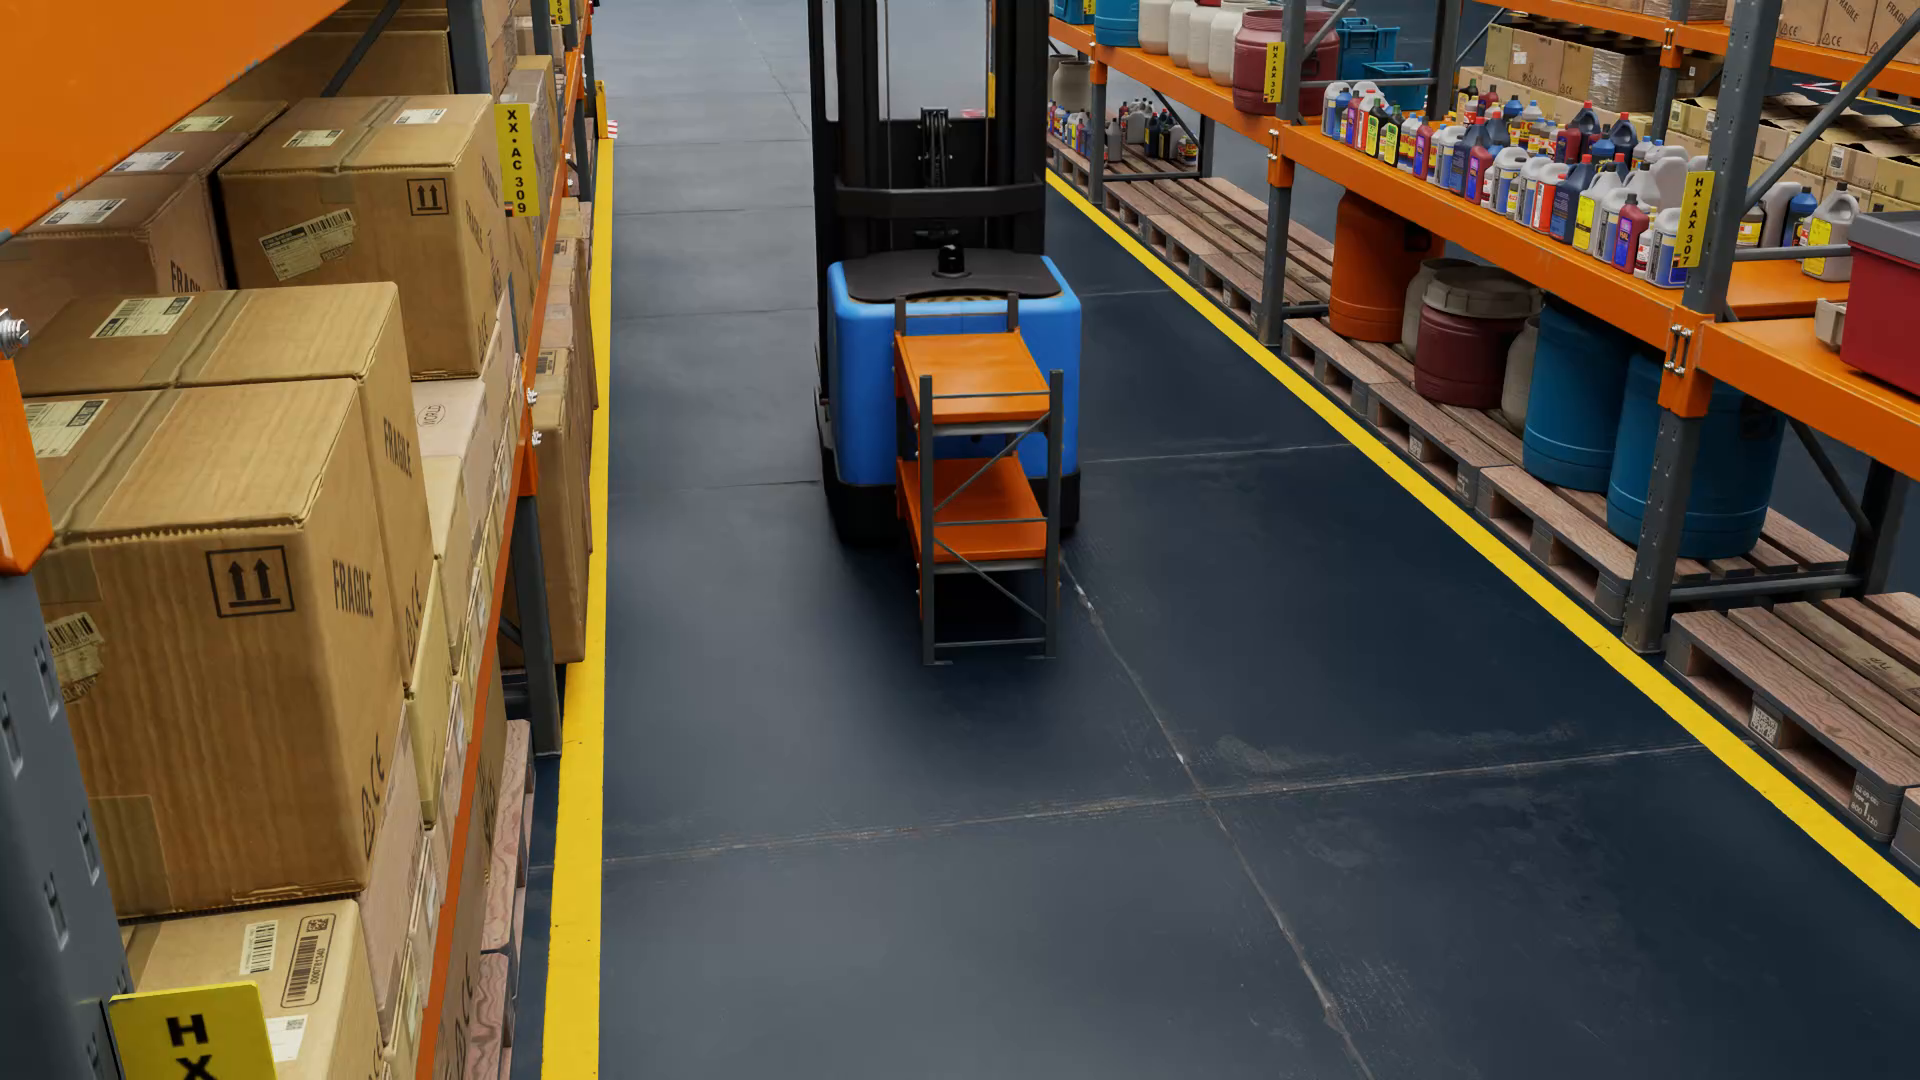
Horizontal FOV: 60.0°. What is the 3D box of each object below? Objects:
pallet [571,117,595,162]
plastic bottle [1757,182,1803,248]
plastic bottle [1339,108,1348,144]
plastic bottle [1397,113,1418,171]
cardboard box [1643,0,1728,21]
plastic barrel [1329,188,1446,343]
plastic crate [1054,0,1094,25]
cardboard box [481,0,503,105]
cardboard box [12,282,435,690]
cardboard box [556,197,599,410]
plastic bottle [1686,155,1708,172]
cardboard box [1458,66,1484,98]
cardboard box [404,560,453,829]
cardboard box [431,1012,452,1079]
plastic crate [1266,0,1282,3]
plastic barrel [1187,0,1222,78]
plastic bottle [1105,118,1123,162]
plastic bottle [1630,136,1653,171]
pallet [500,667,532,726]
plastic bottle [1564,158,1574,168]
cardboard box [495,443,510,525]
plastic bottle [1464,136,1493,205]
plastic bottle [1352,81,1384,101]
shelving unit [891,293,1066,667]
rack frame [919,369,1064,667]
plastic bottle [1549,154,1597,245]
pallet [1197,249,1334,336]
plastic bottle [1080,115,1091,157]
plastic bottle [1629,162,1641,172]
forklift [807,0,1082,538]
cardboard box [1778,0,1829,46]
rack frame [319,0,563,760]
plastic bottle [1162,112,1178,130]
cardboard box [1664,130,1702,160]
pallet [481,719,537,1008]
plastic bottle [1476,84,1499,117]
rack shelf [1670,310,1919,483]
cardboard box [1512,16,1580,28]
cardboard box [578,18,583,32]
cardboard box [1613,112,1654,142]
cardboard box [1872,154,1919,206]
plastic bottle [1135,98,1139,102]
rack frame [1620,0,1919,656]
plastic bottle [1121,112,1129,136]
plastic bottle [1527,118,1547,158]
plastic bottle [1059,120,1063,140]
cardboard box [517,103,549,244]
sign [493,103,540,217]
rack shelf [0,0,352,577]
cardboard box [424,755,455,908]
[{"bbox_3d":[-3.929,-3.723,15.510,1.003,0.211,1.213,-4,24,-10],"label":"pallet"},{"bbox_3d":[3.250,-1.296,6.626,0.152,0.276,0.135,-4,24,-10],"label":"plastic bottle"},{"bbox_3d":[2.064,-2.201,8.791,0.097,0.201,0.097,0,24,0],"label":"plastic bottle"},{"bbox_3d":[2.199,-1.946,8.120,0.097,0.271,0.097,0,24,0],"label":"plastic bottle"},{"bbox_3d":[6.329,-4.731,14.209,0.700,0.500,0.500,-5,24,-11],"label":"cardboard box"},{"bbox_3d":[2.396,-1.579,9.305,0.600,0.830,0.708,-4,24,-10],"label":"plastic barrel"},{"bbox_3d":[1.078,-4.493,13.975,0.499,0.251,0.616,-4,24,-10],"label":"plastic crate"},{"bbox_3d":[-2.211,-1.903,6.481,0.797,0.503,0.637,-4,24,-8],"label":"cardboard box"},{"bbox_3d":[-1.117,-0.079,2.562,0.500,0.500,0.500,-5,24,-11],"label":"cardboard box"},{"bbox_3d":[-2.472,-1.152,8.269,1.225,0.875,0.875,-5,24,-12],"label":"cardboard box"},{"bbox_3d":[3.146,-1.517,7.130,0.152,0.276,0.135,-4,24,-10],"label":"plastic bottle"},{"bbox_3d":[5.559,-4.789,17.379,0.500,0.250,0.500,-4,24,-10],"label":"cardboard box"},{"bbox_3d":[-1.115,0.263,2.717,0.500,0.250,0.500,-5,24,-12],"label":"cardboard box"},{"bbox_3d":[-1.465,1.118,3.072,0.875,0.875,0.875,-4,24,-10],"label":"cardboard box"},{"bbox_3d":[2.059,-3.728,12.057,0.392,0.384,0.575,-4,24,-10],"label":"plastic crate"},{"bbox_3d":[1.726,-3.357,11.018,0.433,0.535,0.433,0,24,0],"label":"plastic barrel"},{"bbox_3d":[1.288,-3.376,13.992,0.144,0.351,0.185,-4,24,-10],"label":"plastic bottle"},{"bbox_3d":[3.091,-1.692,7.537,0.097,0.271,0.097,0,24,0],"label":"plastic bottle"},{"bbox_3d":[-2.056,0.347,6.191,1.003,0.211,1.213,-4,24,-10],"label":"pallet"},{"bbox_3d":[2.571,-1.483,7.058,0.097,0.271,0.097,0,24,0],"label":"plastic bottle"},{"bbox_3d":[-1.318,-0.118,4.087,0.380,0.149,0.250,-4,24,-9],"label":"cardboard box"},{"bbox_3d":[2.322,-1.651,7.427,0.061,0.283,0.133,-4,24,-10],"label":"plastic bottle"},{"bbox_3d":[2.201,-2.333,8.998,0.152,0.276,0.135,-4,24,-10],"label":"plastic bottle"},{"bbox_3d":[0.049,-0.264,6.449,0.538,1.125,1.048,-3,24,-6],"label":"shelving unit"},{"bbox_3d":[0.110,-0.062,5.986,0.500,1.125,0.032,-3,24,-6],"label":"rack frame"},{"bbox_3d":[2.503,-1.387,6.739,0.144,0.351,0.185,-4,24,-10],"label":"plastic bottle"},{"bbox_3d":[2.184,-1.602,10.655,1.003,0.211,1.213,-4,24,-10],"label":"pallet"},{"bbox_3d":[1.111,-3.441,14.141,0.144,0.351,0.185,-6,24,-12],"label":"plastic bottle"},{"bbox_3d":[2.984,-1.557,7.316,0.097,0.201,0.097,0,24,0],"label":"plastic bottle"},{"bbox_3d":[-0.171,-1.909,7.959,1.130,2.935,3.031,-3,24,-6],"label":"forklift"},{"bbox_3d":[6.641,-4.046,12.642,0.500,0.500,0.500,-3,24,-6],"label":"cardboard box"},{"bbox_3d":[-1.839,-0.633,4.951,1.000,3.000,0.127,-4,24,-10],"label":"rack frame"},{"bbox_3d":[1.808,-3.482,14.234,0.144,0.351,0.185,-4,24,-8],"label":"plastic bottle"},{"bbox_3d":[6.249,-3.266,13.892,0.500,0.250,0.500,-5,24,-11],"label":"cardboard box"},{"bbox_3d":[-1.775,0.950,4.811,1.003,0.211,1.213,-4,24,-10],"label":"pallet"},{"bbox_3d":[2.825,-2.301,8.916,0.061,0.283,0.133,-4,24,-10],"label":"plastic bottle"},{"bbox_3d":[3.398,0.117,4.133,1.077,0.370,4.000,-4,24,-10],"label":"rack shelf"},{"bbox_3d":[6.070,-5.171,17.317,0.500,0.500,0.500,-4,24,-10],"label":"cardboard box"},{"bbox_3d":[-3.231,-4.166,13.354,0.380,0.149,0.250,-4,24,-10],"label":"cardboard box"},{"bbox_3d":[6.117,-3.610,14.678,0.500,0.250,0.500,-4,24,-10],"label":"cardboard box"},{"bbox_3d":[6.716,-2.519,11.479,0.500,0.311,0.500,-5,24,-11],"label":"cardboard box"},{"bbox_3d":[1.619,-3.941,15.371,0.061,0.283,0.133,-4,24,-8],"label":"plastic bottle"},{"bbox_3d":[3.028,-0.999,5.790,1.000,3.000,0.127,-4,24,-10],"label":"rack frame"},{"bbox_3d":[1.506,-3.776,15.095,0.097,0.201,0.097,0,24,0],"label":"plastic bottle"},{"bbox_3d":[2.919,-2.025,8.387,0.097,0.201,0.097,0,24,0],"label":"plastic bottle"},{"bbox_3d":[0.939,-3.689,14.895,0.097,0.201,0.097,0,24,0],"label":"plastic bottle"},{"bbox_3d":[-1.965,-1.475,6.755,0.500,0.500,0.500,-4,24,-9],"label":"cardboard box"},{"bbox_3d":[-1.294,-1.107,4.857,0.100,0.325,0.005,-4,24,-10],"label":"sign"},{"bbox_3d":[-1.469,-0.891,2.693,1.077,0.370,4.000,-4,24,-10],"label":"rack shelf"},{"bbox_3d":[-1.033,0.488,2.699,0.380,0.149,0.250,-5,24,-11],"label":"cardboard box"}]
